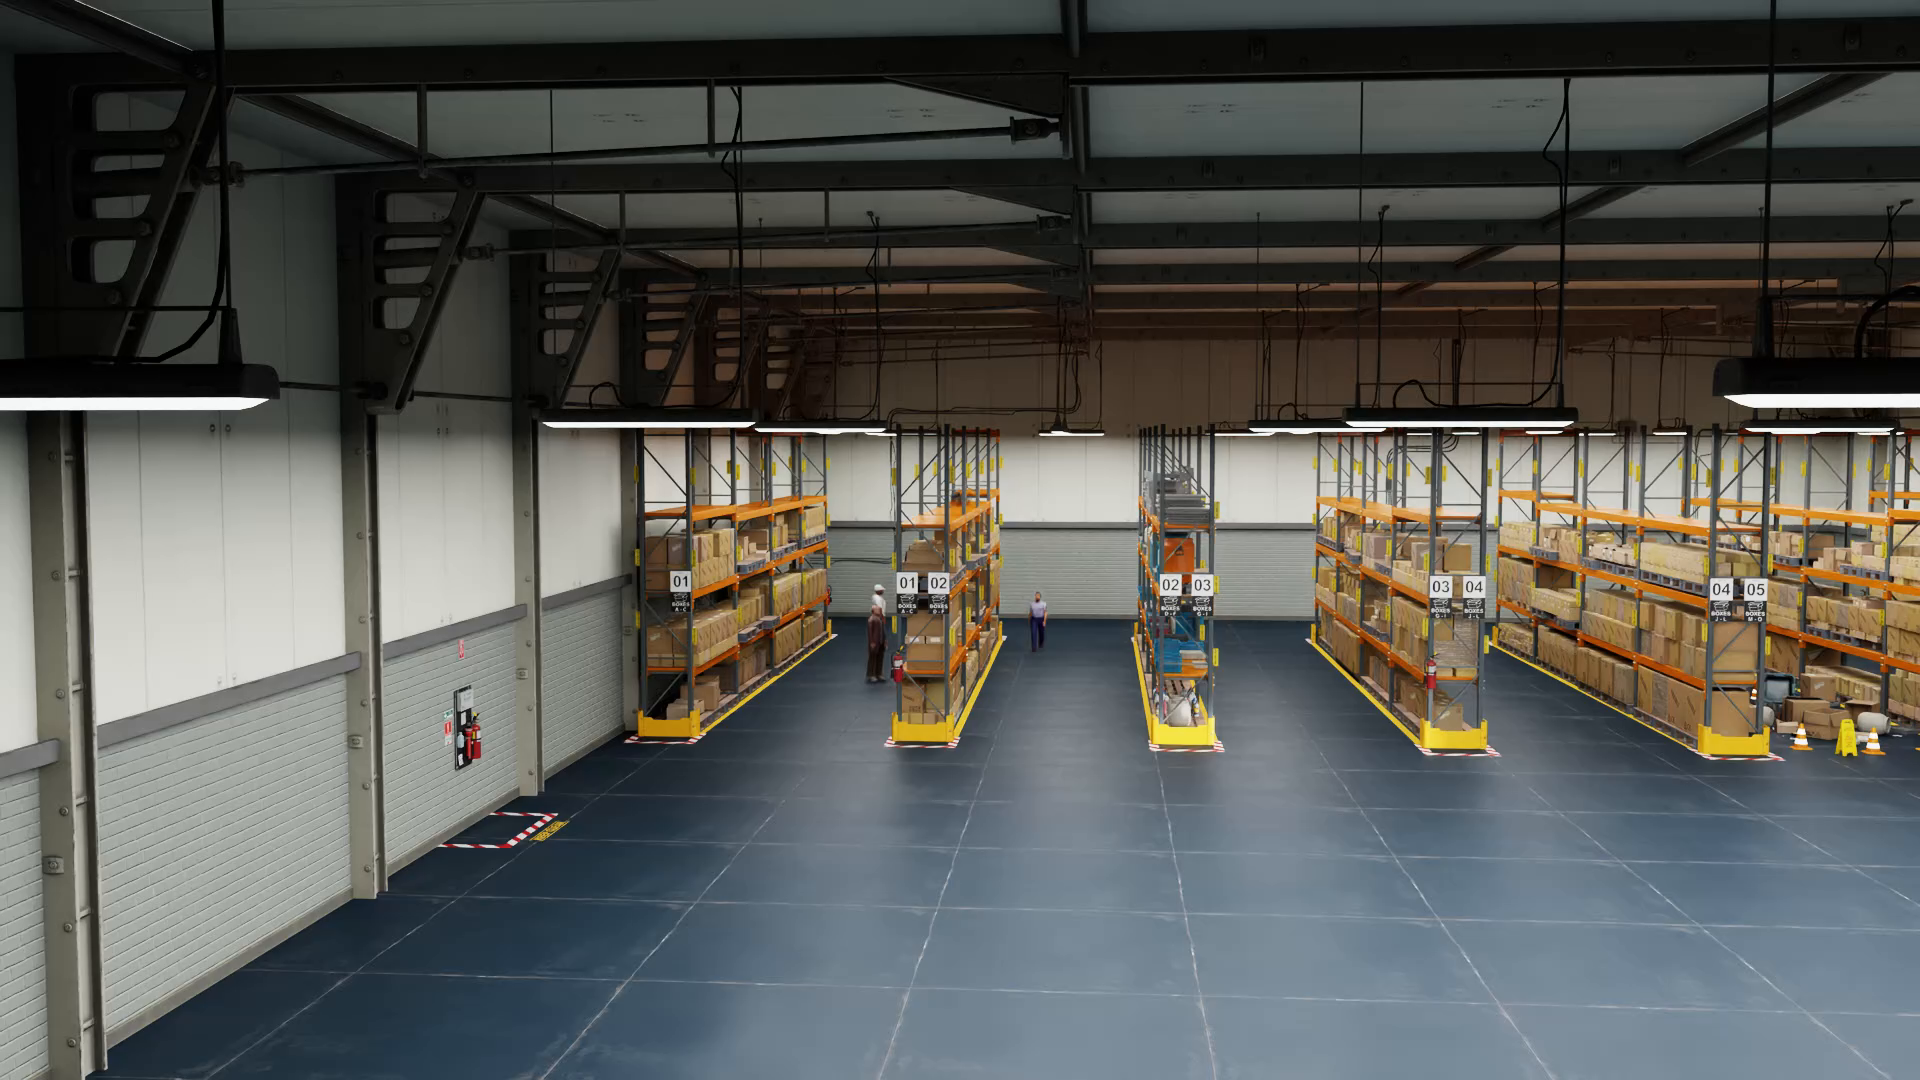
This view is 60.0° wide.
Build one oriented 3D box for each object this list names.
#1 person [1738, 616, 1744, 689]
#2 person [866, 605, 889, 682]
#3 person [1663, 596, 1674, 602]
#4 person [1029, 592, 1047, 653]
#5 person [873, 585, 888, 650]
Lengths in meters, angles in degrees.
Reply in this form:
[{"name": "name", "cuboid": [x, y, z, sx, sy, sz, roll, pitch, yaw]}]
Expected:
[{"name": "person", "cuboid": [17.471, 2.591, 37.373, 0.618, 1.767, 0.686, 0, 3, -5]}, {"name": "person", "cuboid": [-1.974, 2.434, 39.375, 0.417, 1.797, 0.631, 2, 4, 34]}, {"name": "person", "cuboid": [20.157, 2.022, 47.178, 0.845, 1.629, 0.468, 0, 3, 1]}, {"name": "person", "cuboid": [2.091, 2.202, 44.741, 0.486, 1.586, 0.952, 0, 3, -1]}, {"name": "person", "cuboid": [-2.155, 2.098, 45.118, 0.411, 1.788, 0.641, -1, 4, -11]}]
